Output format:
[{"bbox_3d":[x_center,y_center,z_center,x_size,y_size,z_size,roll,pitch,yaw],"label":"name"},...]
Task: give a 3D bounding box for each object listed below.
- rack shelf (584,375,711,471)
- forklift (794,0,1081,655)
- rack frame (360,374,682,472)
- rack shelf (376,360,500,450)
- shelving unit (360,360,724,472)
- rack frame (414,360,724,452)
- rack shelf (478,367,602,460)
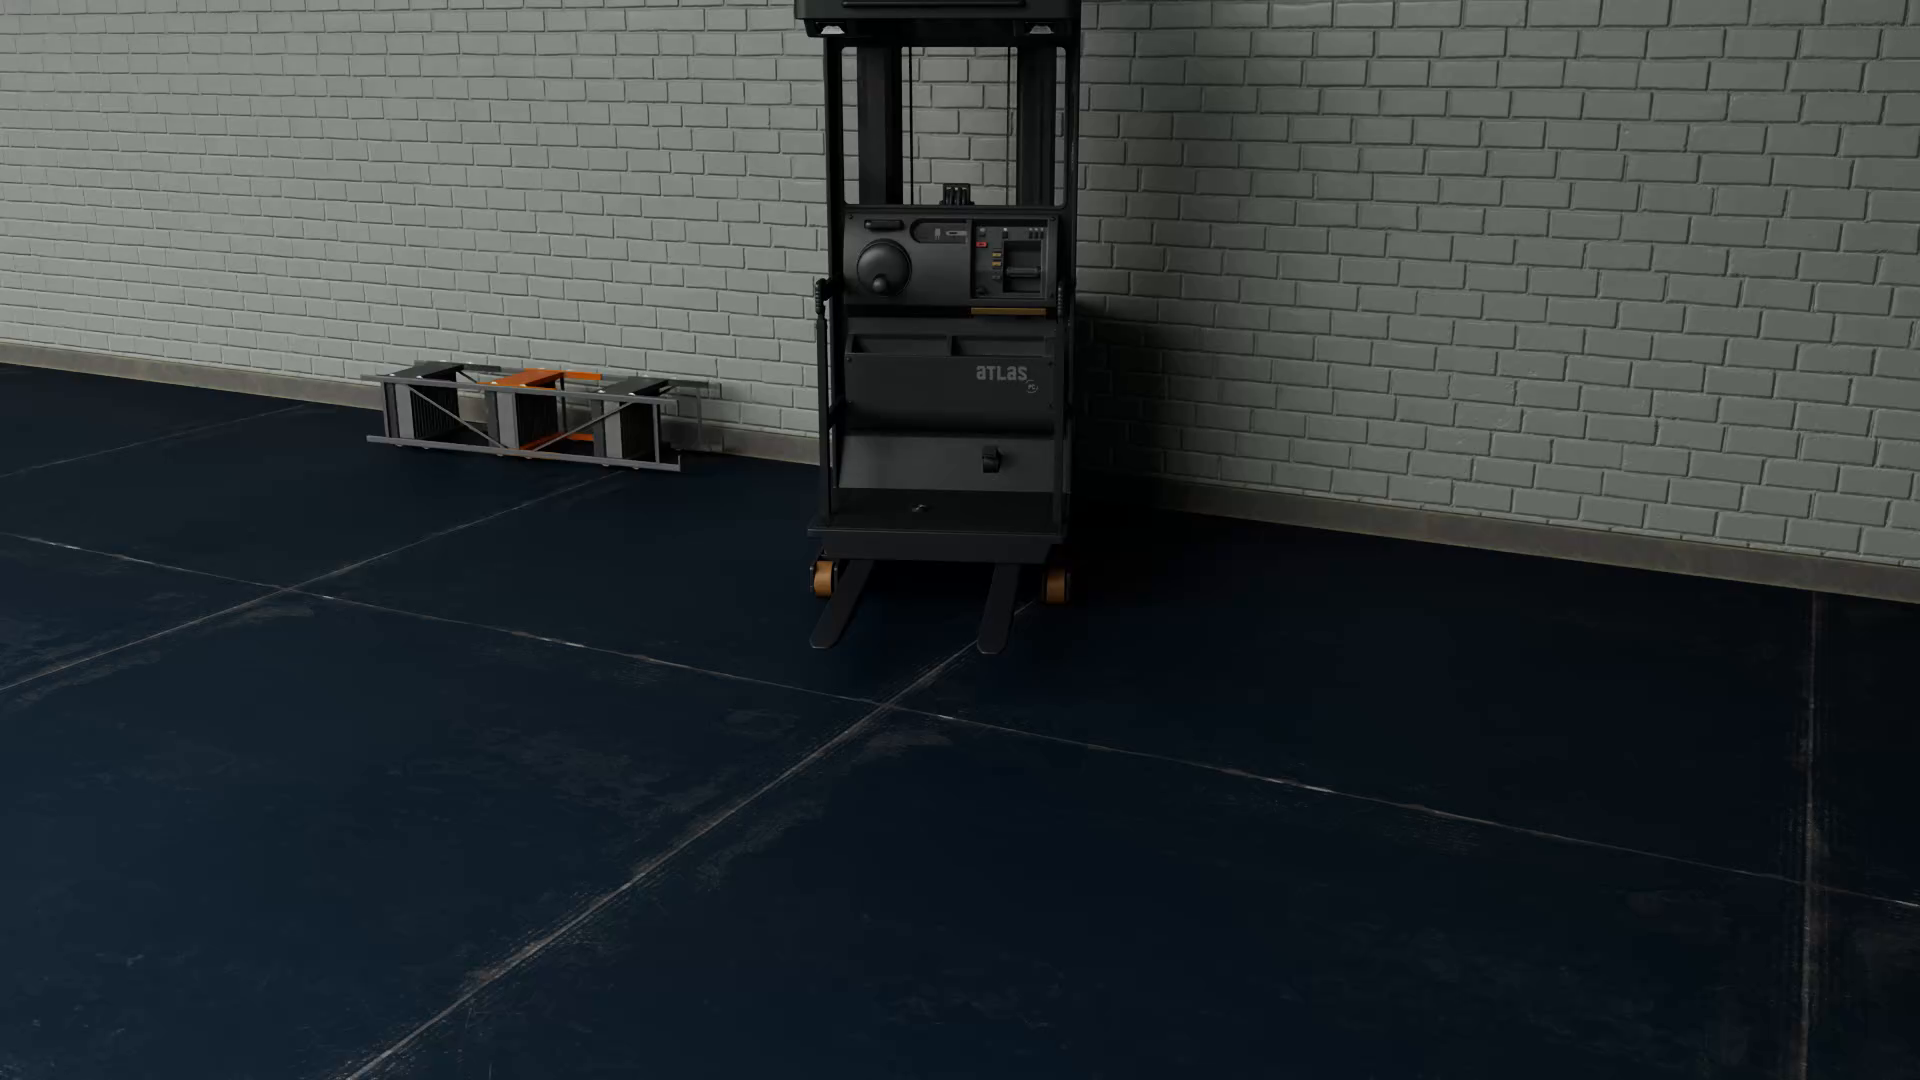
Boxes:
[{"bbox_3d":[-1.762,-0.668,9.411,0.518,0.431,0.480,6,18,19],"label":"rack shelf"},{"bbox_3d":[-0.057,-1.228,7.009,1.130,2.935,3.031,1,17,5],"label":"forklift"},{"bbox_3d":[-2.516,-0.673,9.428,2.100,0.400,0.015,6,18,19],"label":"rack frame"},{"bbox_3d":[-3.076,-0.806,9.875,0.518,0.431,0.480,6,18,19],"label":"rack shelf"},{"bbox_3d":[-2.432,-0.738,9.648,2.100,0.431,0.503,6,18,19],"label":"shelving unit"},{"bbox_3d":[-2.347,-0.803,9.867,2.100,0.400,0.015,6,18,19],"label":"rack frame"},{"bbox_3d":[-2.419,-0.737,9.643,0.518,0.431,0.480,6,18,19],"label":"rack shelf"}]
